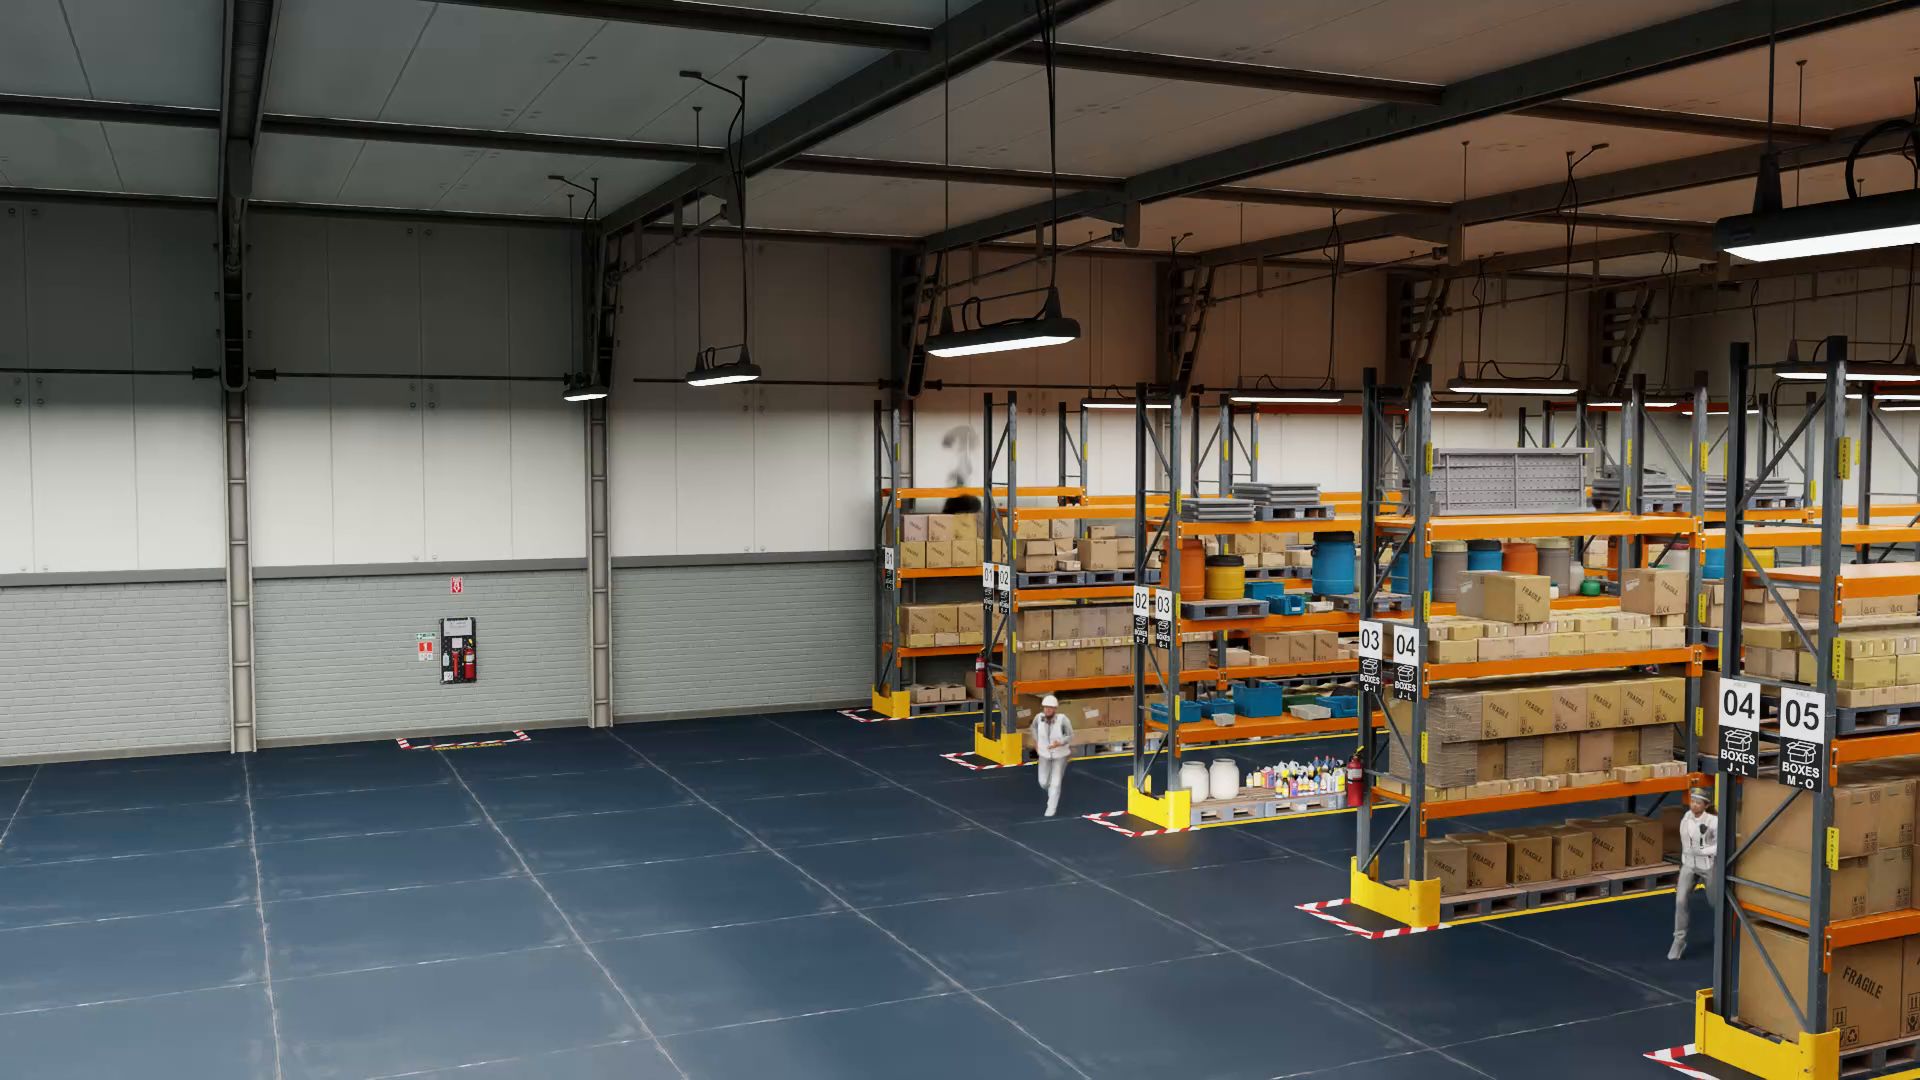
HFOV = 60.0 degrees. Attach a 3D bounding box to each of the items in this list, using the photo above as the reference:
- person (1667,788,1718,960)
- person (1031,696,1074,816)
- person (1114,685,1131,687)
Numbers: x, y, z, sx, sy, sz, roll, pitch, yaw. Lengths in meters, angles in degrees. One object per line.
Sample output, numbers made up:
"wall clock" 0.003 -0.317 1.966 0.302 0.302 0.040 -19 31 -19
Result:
"person" 7.563 3.356 16.870 1.045 1.731 0.565 -3 4 -42
"person" 1.271 2.985 23.064 0.648 1.704 0.728 1 3 14
"person" 3.073 2.497 30.875 0.845 1.774 0.655 -2 4 -29
